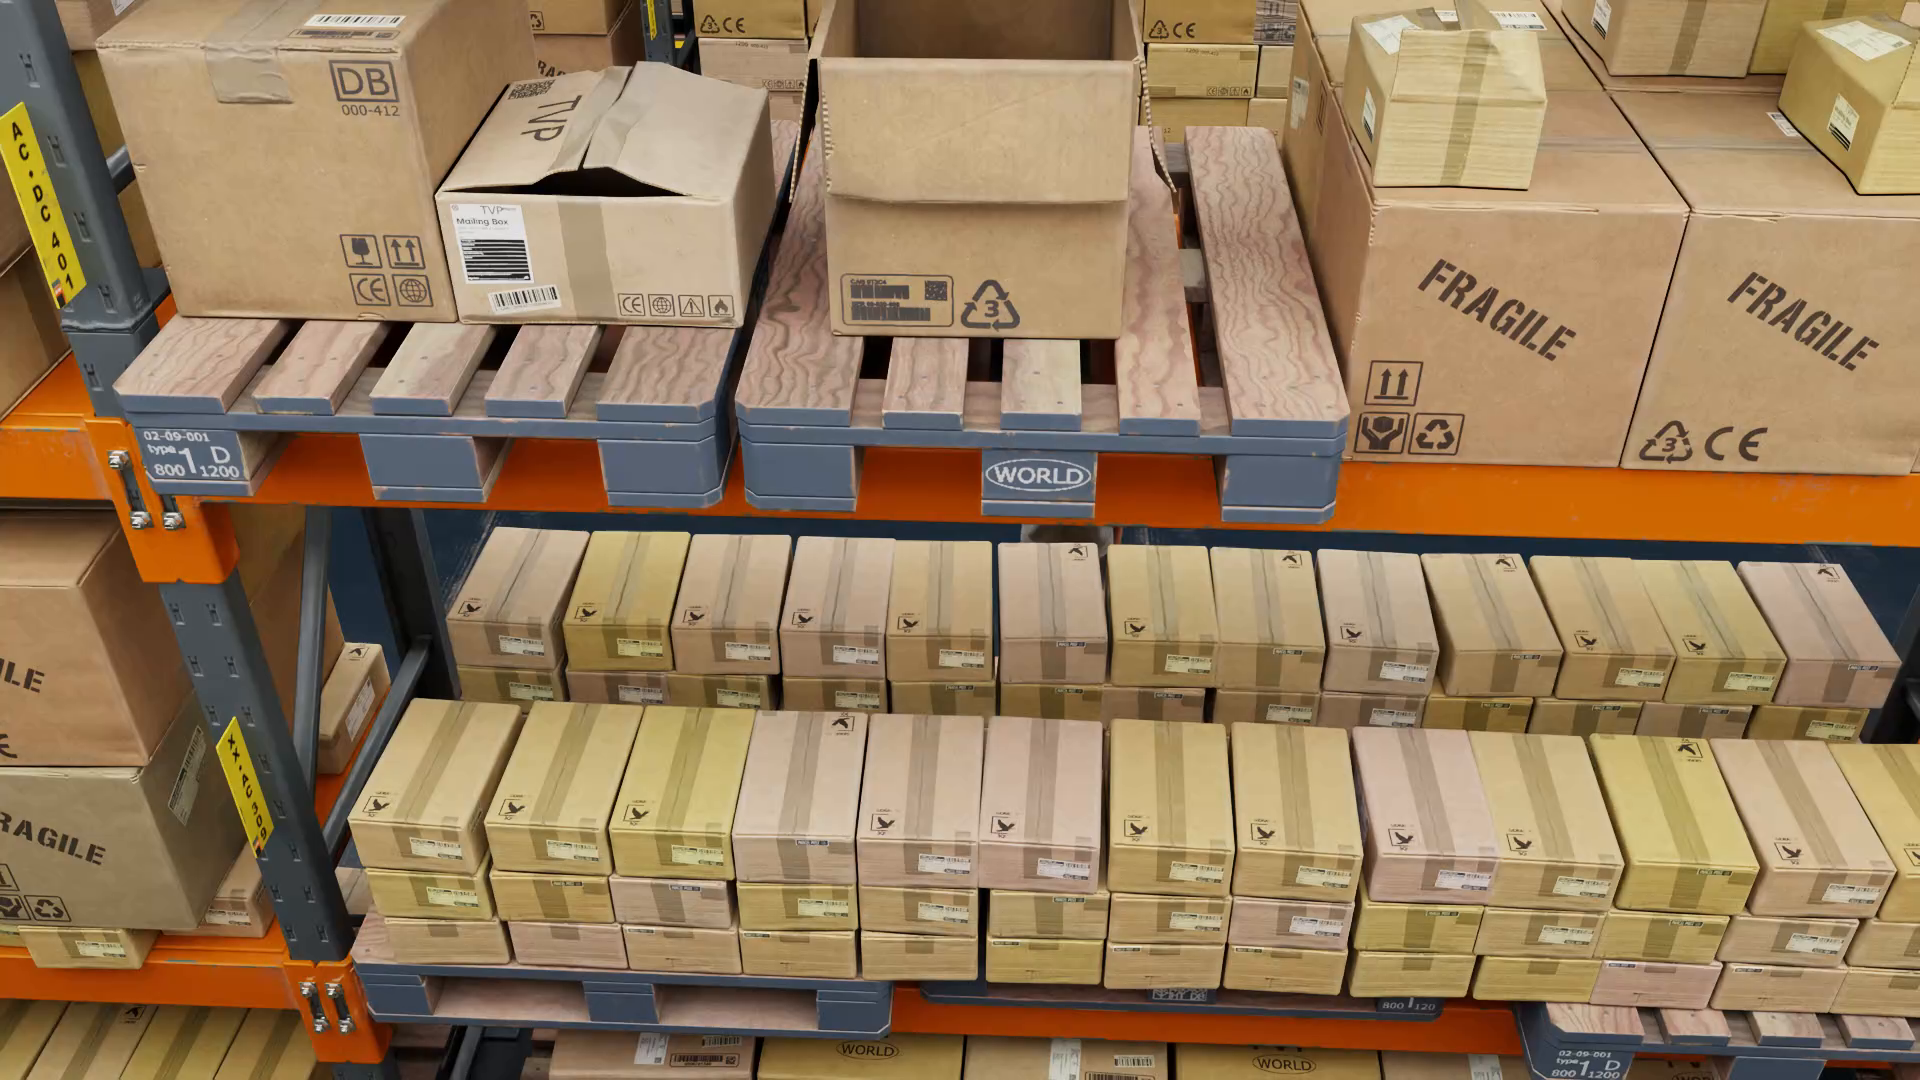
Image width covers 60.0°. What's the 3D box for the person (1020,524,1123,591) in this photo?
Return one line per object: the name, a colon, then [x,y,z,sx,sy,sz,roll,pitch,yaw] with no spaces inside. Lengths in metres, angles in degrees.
person: [0.412,0.006,6.151,0.406,1.599,0.308,2,36,3]
